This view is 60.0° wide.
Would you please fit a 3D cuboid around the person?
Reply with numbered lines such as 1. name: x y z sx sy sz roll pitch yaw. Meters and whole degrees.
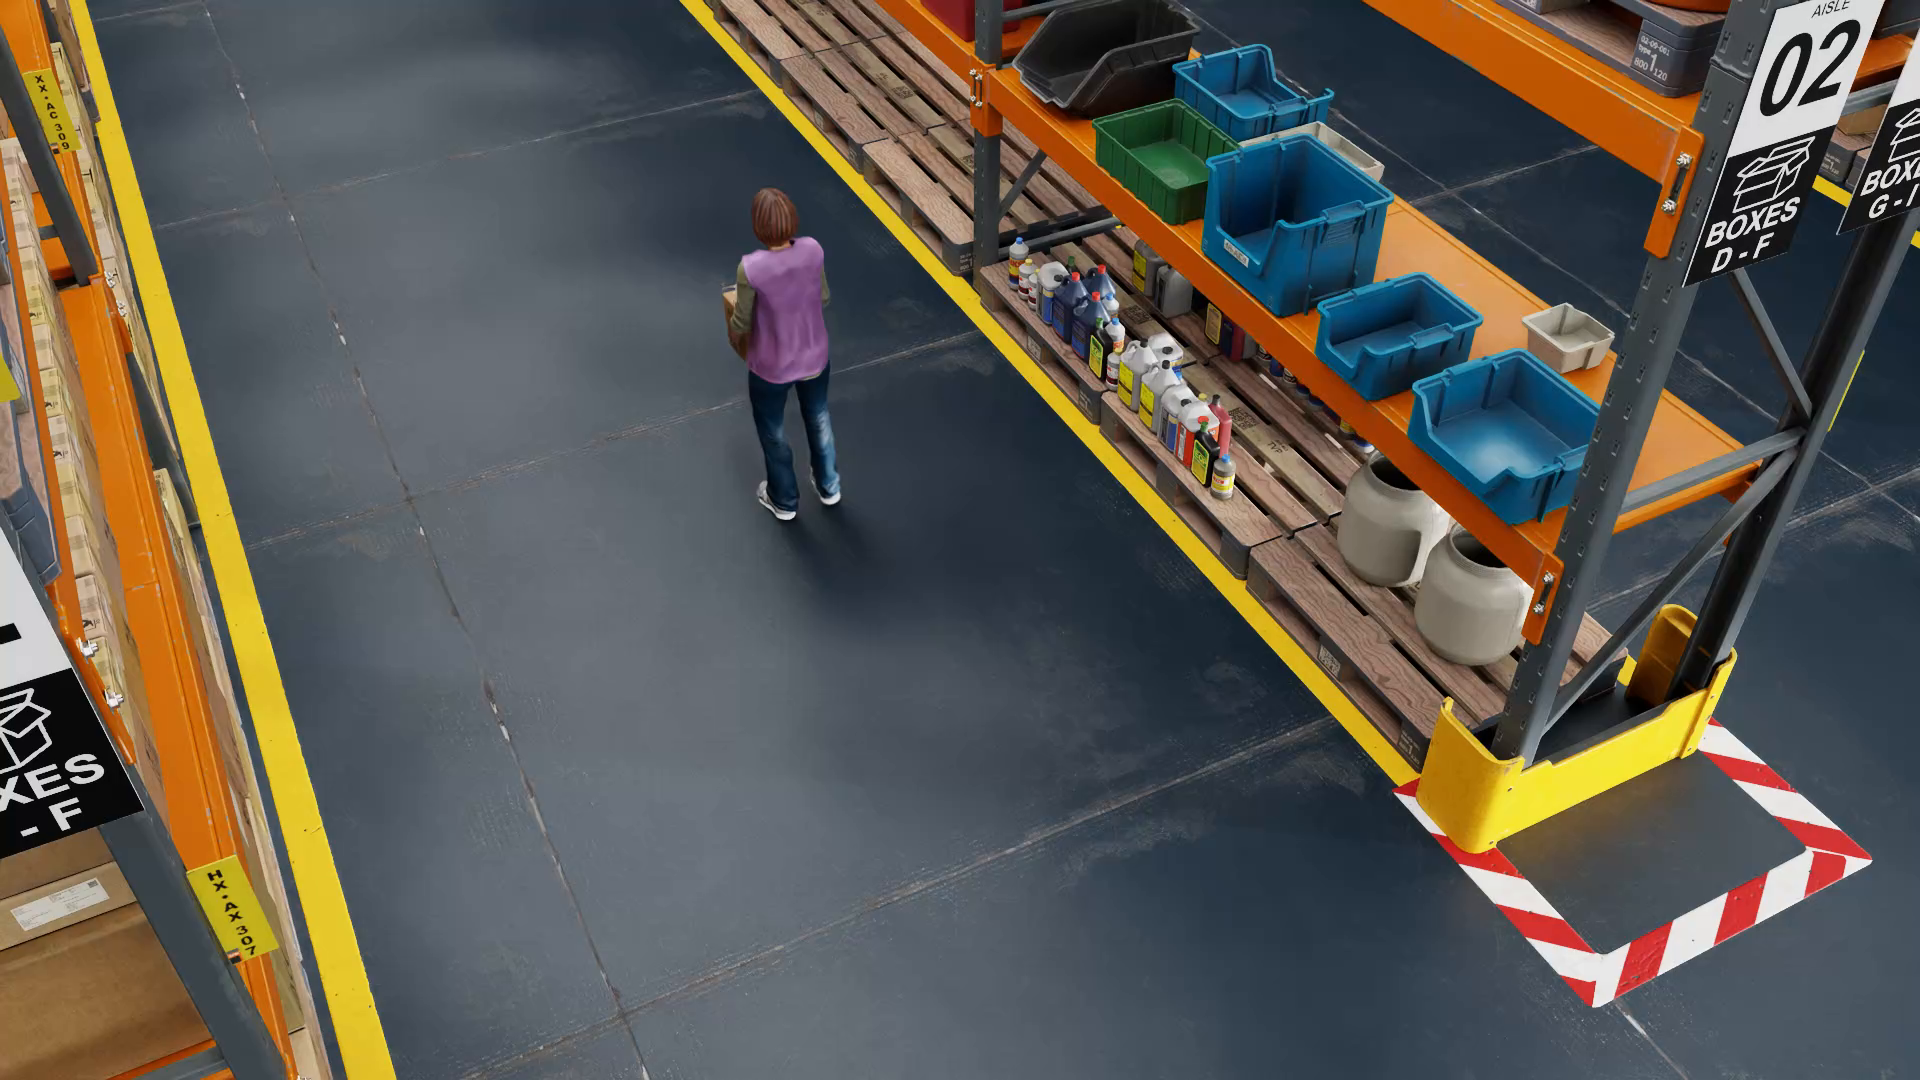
1. person: -0.752 -0.793 7.045 0.444 1.603 0.424 -20 45 -21
